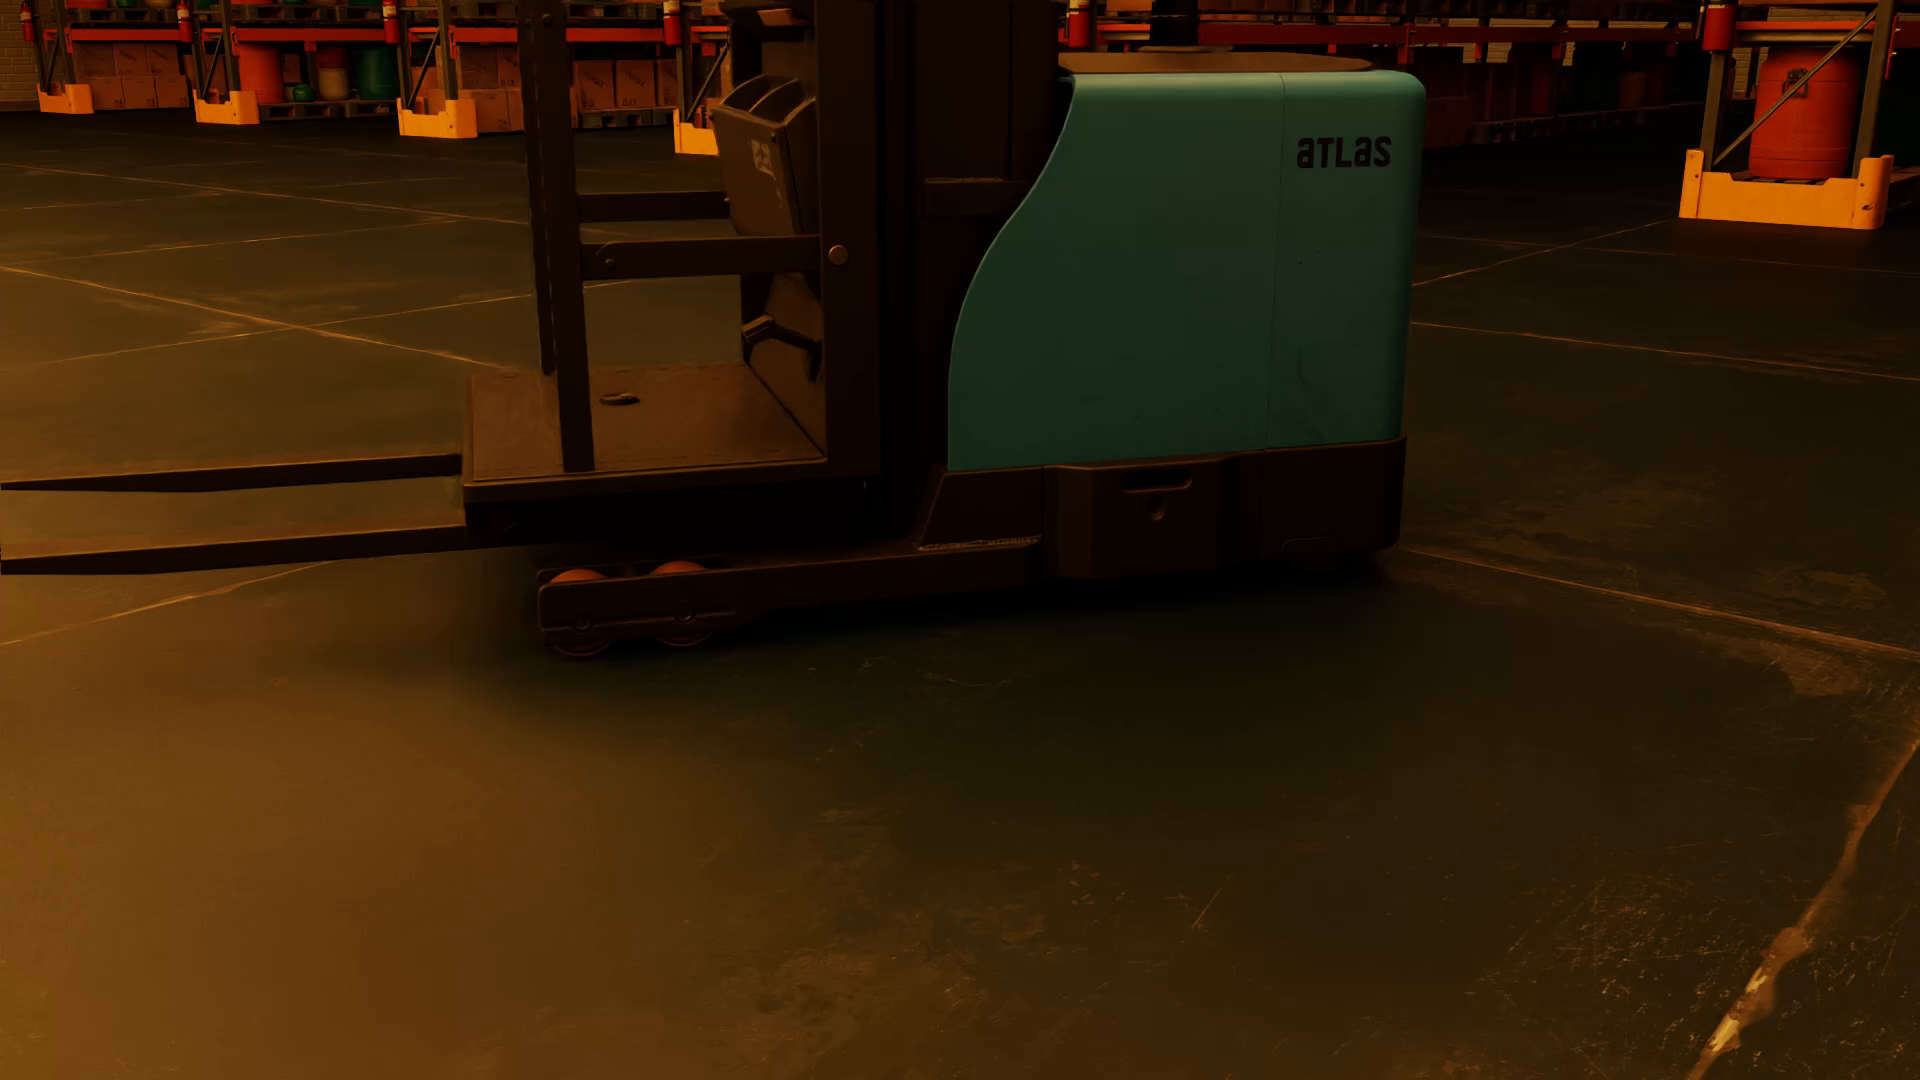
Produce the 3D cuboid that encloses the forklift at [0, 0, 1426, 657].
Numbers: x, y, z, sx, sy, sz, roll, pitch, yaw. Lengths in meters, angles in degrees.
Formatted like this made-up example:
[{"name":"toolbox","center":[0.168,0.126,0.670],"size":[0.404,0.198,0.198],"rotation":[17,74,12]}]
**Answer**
[{"name":"forklift","center":[-0.597,-1.348,3.336],"size":[3.031,2.935,1.130],"rotation":[-5,18,-15]}]
